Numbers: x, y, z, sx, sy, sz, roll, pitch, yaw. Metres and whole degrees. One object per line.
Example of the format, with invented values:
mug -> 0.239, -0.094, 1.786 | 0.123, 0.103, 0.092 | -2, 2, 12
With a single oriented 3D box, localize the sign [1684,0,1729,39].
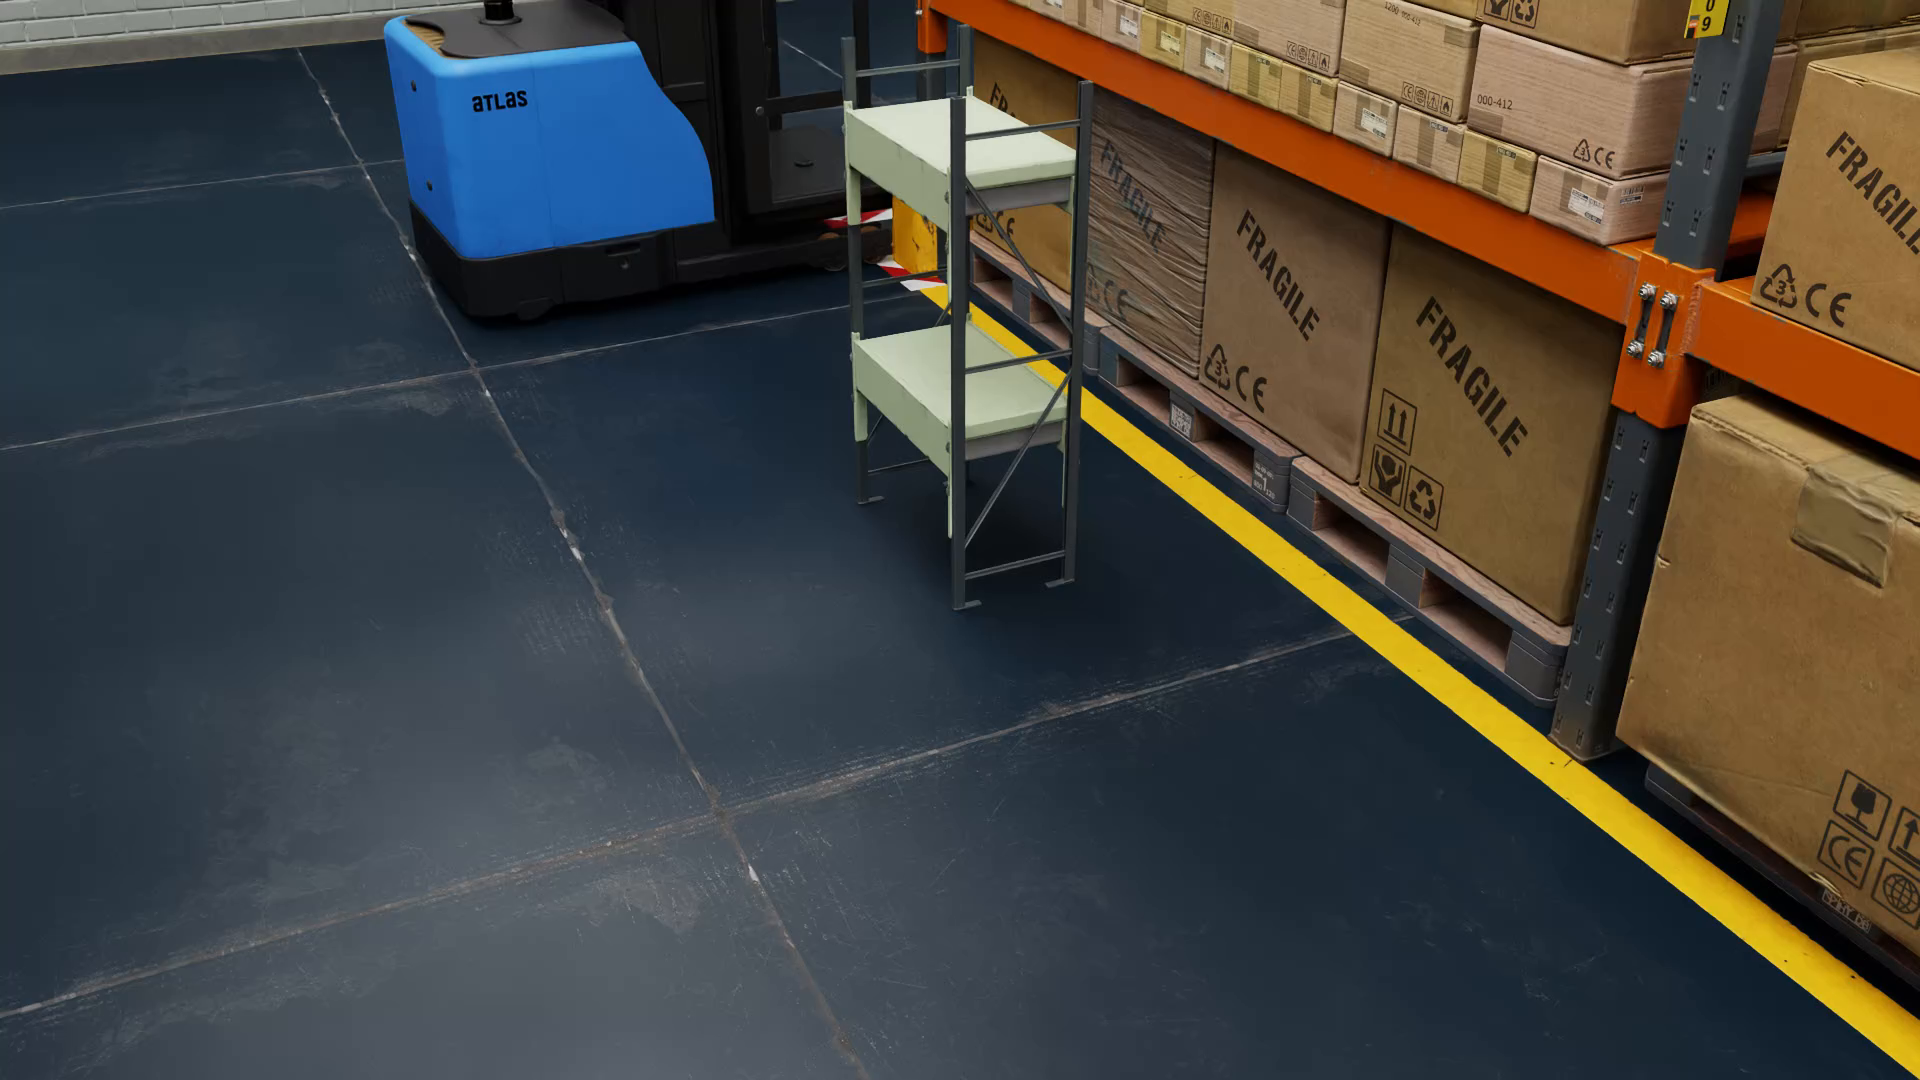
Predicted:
sign -> 1.504, -1.162, 3.289 | 0.100, 0.325, 0.005 | -13, 32, -22

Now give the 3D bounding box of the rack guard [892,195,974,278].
rack guard -> 0.278, -1.554, 7.510 | 1.175, 0.500, 0.348 | -13, 32, -22

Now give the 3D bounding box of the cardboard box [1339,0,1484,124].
cardboard box -> 1.354, -1.299, 4.349 | 0.500, 0.250, 0.500 | -12, 31, -20

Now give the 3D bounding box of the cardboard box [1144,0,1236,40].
cardboard box -> 0.920, -1.749, 5.151 | 0.500, 0.250, 0.500 | -14, 32, -23

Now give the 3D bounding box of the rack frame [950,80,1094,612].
rack frame -> 0.160, -0.490, 4.590 | 0.400, 1.500, 0.023 | -13, 32, -22

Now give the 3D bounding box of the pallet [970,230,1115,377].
pallet -> 0.702, -1.080, 6.961 | 1.003, 0.211, 1.213 | -13, 32, -22

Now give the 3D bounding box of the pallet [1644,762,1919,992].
pallet -> 2.404, 0.675, 3.831 | 1.003, 0.211, 1.213 | -13, 32, -22

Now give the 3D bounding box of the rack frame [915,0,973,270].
rack frame -> 0.288, -2.634, 6.880 | 1.000, 3.000, 0.127 | -13, 32, -22

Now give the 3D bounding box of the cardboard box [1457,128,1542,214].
cardboard box -> 1.467, -0.937, 4.111 | 0.380, 0.149, 0.250 | -12, 32, -21

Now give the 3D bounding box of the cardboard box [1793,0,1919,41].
cardboard box -> 2.030, -1.523, 3.982 | 0.500, 0.500, 0.500 | -13, 32, -22

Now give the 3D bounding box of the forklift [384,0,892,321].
forklift -> -0.885, -2.679, 7.031 | 3.031, 2.935, 1.130 | -15, 33, -25

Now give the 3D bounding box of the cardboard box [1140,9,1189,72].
cardboard box -> 0.804, -1.619, 5.327 | 0.380, 0.149, 0.250 | -14, 32, -23

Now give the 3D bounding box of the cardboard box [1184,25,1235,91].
cardboard box -> 0.918, -1.503, 5.121 | 0.380, 0.149, 0.250 | -13, 32, -21

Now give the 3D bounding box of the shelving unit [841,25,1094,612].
shelving unit -> 0.003, -0.651, 4.878 | 0.431, 1.500, 0.755 | -13, 32, -22

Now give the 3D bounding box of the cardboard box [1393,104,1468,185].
cardboard box -> 1.358, -1.050, 4.313 | 0.380, 0.149, 0.250 | -14, 32, -23

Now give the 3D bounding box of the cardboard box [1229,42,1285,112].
cardboard box -> 1.026, -1.391, 4.920 | 0.380, 0.149, 0.250 | -14, 32, -23

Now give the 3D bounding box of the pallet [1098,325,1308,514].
pallet -> 1.222, -0.542, 6.001 | 1.003, 0.211, 1.213 | -13, 32, -22

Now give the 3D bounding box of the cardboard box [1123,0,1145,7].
cardboard box -> 0.692, -1.978, 5.560 | 0.500, 0.250, 0.500 | -14, 32, -24

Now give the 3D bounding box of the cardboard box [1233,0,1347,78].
cardboard box -> 1.135, -1.524, 4.751 | 0.500, 0.250, 0.500 | -12, 32, -21

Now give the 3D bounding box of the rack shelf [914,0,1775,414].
rack shelf -> 1.146, -1.436, 5.480 | 1.077, 0.370, 4.000 | -13, 32, -22

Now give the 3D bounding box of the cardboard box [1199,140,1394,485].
cardboard box -> 1.408, -0.829, 5.404 | 0.875, 0.875, 0.875 | -13, 32, -22

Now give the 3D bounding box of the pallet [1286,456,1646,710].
pallet -> 1.749, -0.003, 5.039 | 1.003, 0.211, 1.213 | -13, 32, -22

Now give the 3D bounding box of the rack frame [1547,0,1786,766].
rack frame -> 2.005, -0.867, 3.729 | 1.000, 3.000, 0.127 | -13, 32, -22

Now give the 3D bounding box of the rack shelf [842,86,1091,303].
rack shelf -> 0.003, -0.992, 4.687 | 0.431, 0.370, 0.720 | -13, 32, -22

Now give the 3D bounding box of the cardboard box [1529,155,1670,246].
cardboard box -> 1.578, -0.823, 3.908 | 0.380, 0.149, 0.250 | -13, 32, -22

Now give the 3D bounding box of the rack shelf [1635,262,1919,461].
rack shelf -> 2.864, 0.331, 2.329 | 1.077, 0.370, 4.000 | -13, 32, -22

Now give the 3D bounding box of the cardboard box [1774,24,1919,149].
cardboard box -> 2.040, -1.193, 4.161 | 0.500, 0.250, 0.500 | -14, 32, -23

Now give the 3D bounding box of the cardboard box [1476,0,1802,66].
cardboard box -> 1.566, -1.405, 3.771 | 0.500, 0.500, 0.500 | -12, 31, -21

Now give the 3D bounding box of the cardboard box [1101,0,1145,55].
cardboard box -> 0.696, -1.730, 5.526 | 0.380, 0.149, 0.250 | -13, 32, -23

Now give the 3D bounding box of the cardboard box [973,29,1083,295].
cardboard box -> 0.635, -1.624, 6.822 | 0.875, 0.875, 0.875 | -13, 32, -22

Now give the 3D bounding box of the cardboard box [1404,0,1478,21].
cardboard box -> 1.355, -1.627, 4.167 | 0.500, 0.500, 0.500 | -13, 32, -21

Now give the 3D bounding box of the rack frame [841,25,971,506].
rack frame -> -0.154, -0.813, 5.166 | 0.400, 1.500, 0.023 | -13, 32, -22

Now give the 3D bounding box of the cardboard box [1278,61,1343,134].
cardboard box -> 1.136, -1.277, 4.718 | 0.380, 0.149, 0.250 | -12, 32, -21

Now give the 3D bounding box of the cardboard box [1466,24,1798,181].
cardboard box -> 1.578, -1.071, 3.942 | 0.500, 0.250, 0.500 | -14, 32, -23

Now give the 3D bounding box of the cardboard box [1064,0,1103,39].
cardboard box -> 0.585, -1.844, 5.729 | 0.380, 0.149, 0.250 | -14, 32, -23

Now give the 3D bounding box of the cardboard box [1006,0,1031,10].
cardboard box -> 0.364, -2.072, 6.135 | 0.380, 0.149, 0.250 | -14, 32, -23

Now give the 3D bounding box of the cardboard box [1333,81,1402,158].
cardboard box -> 1.247, -1.164, 4.515 | 0.380, 0.149, 0.250 | -12, 32, -21

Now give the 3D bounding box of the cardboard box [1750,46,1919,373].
cardboard box -> 1.977, -0.655, 3.248 | 0.500, 0.500, 0.500 | -13, 32, -22

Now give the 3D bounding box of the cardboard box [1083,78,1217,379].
cardboard box -> 1.026, -1.222, 6.106 | 0.875, 0.875, 0.875 | -13, 32, -22

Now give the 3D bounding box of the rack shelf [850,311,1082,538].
rack shelf -> 0.003, -0.367, 5.037 | 0.431, 0.370, 0.720 | -13, 32, -22

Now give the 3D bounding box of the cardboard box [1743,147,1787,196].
cardboard box -> 2.178, -0.958, 4.148 | 0.380, 0.149, 0.250 | -13, 32, -22

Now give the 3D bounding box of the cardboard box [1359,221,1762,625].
cardboard box -> 1.794, -0.431, 4.695 | 0.875, 0.875, 0.875 | -13, 32, -22

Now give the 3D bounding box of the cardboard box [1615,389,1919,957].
cardboard box -> 2.298, 0.155, 3.649 | 1.225, 0.875, 0.875 | -13, 32, -22

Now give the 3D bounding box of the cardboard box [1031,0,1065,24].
cardboard box -> 0.477, -1.957, 5.930 | 0.380, 0.149, 0.250 | -14, 32, -23
